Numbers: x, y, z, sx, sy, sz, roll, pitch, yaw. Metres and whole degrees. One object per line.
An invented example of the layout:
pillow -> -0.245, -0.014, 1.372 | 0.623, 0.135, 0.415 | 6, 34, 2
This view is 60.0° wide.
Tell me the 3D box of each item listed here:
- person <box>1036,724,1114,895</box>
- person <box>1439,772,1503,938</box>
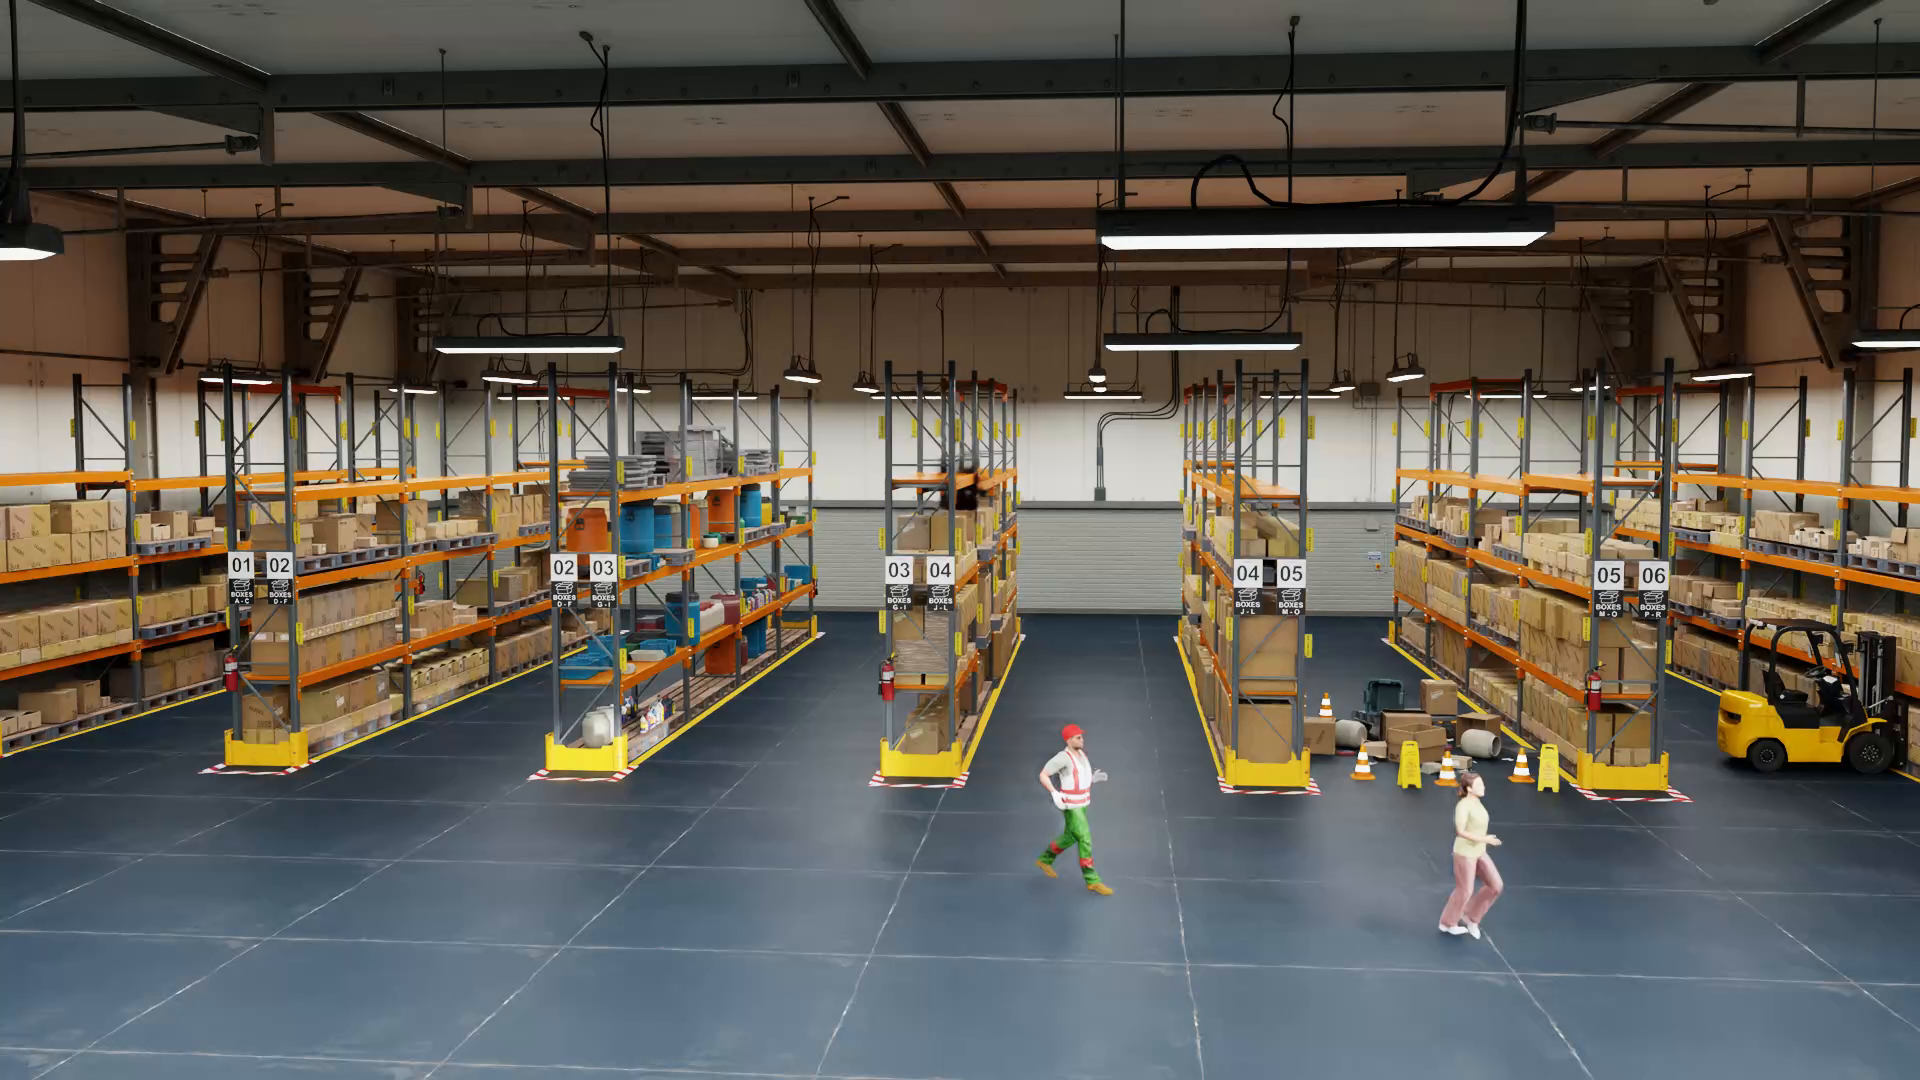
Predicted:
person -> 1.239, 2.888, 18.057 | 0.991, 1.781, 0.659 | 2, 4, 29
person -> 5.037, 3.109, 16.324 | 0.645, 1.669, 0.605 | 3, 5, 43
